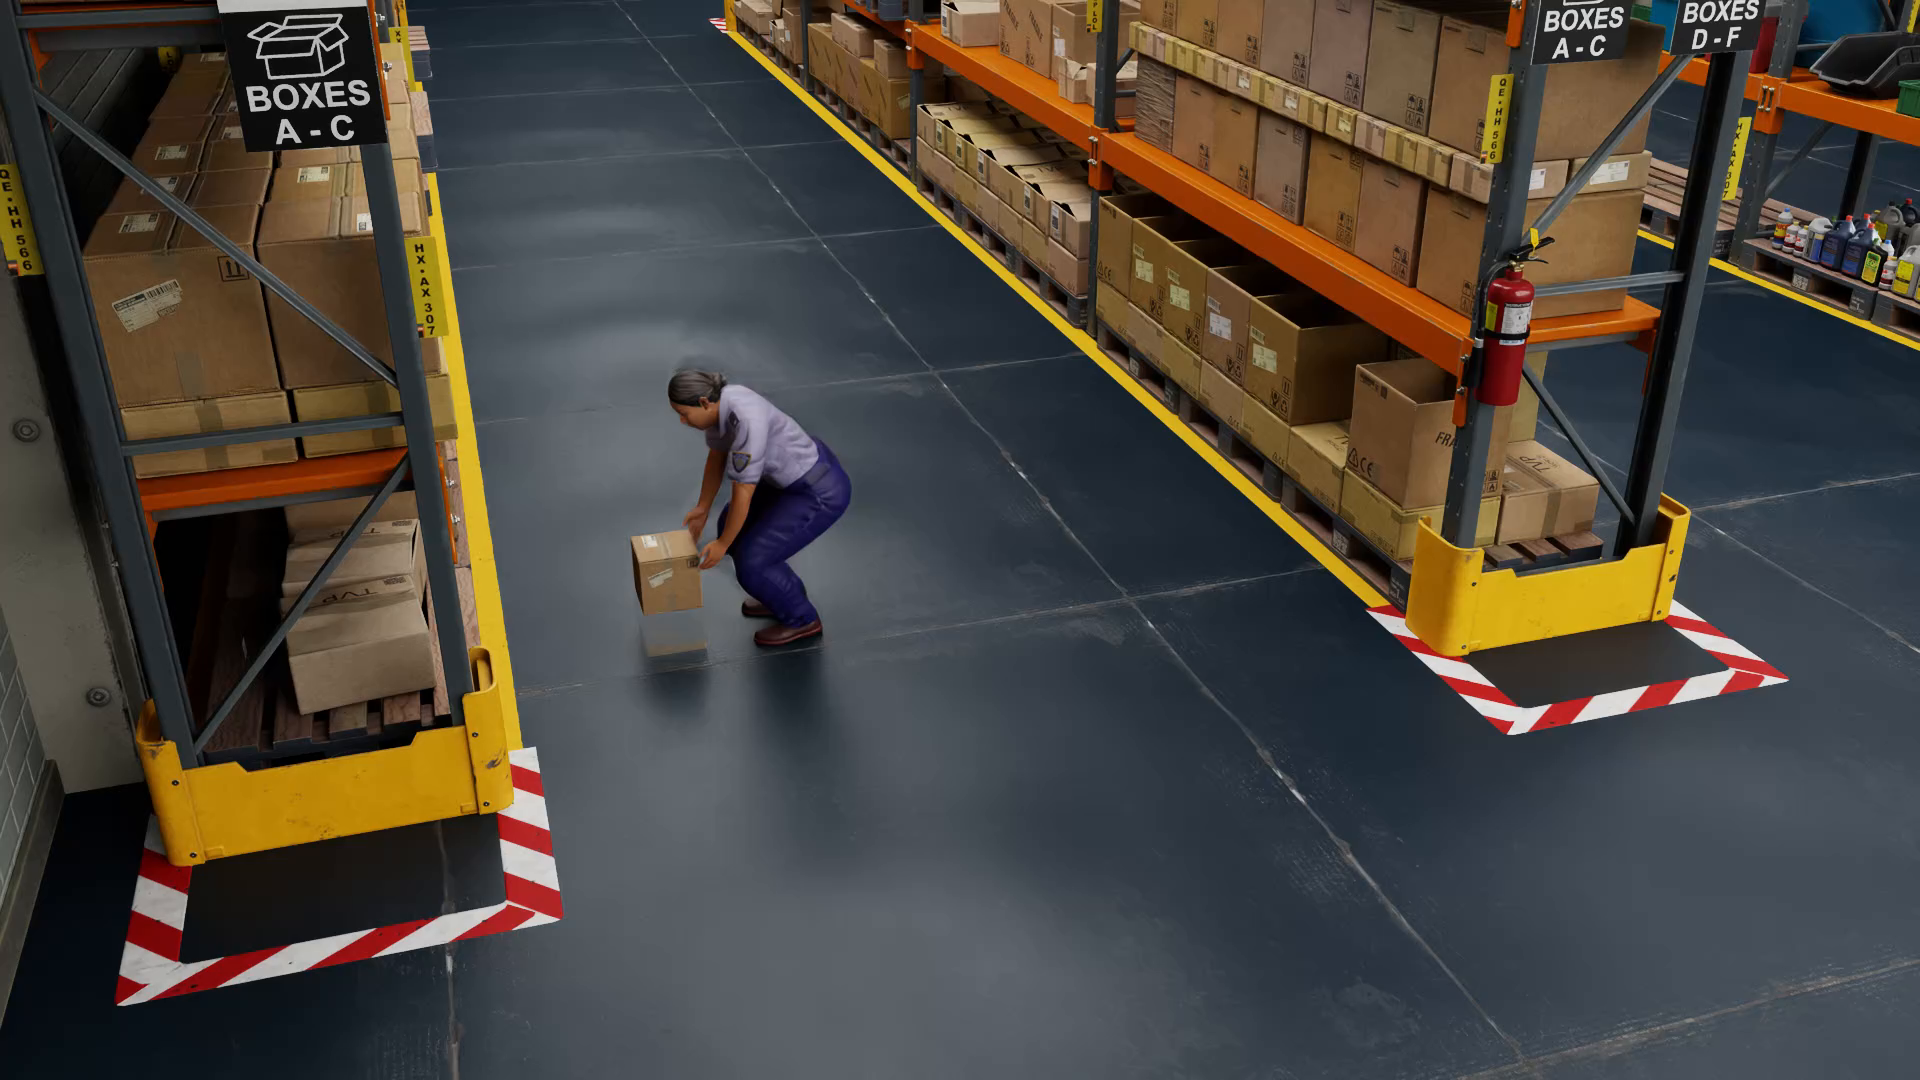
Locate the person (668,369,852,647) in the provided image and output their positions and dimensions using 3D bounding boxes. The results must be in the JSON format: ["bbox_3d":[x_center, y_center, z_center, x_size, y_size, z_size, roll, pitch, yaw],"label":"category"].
[{"bbox_3d":[-0.816,-0.160,6.944,0.727,1.217,0.540,-8,28,-16],"label":"person"}]
